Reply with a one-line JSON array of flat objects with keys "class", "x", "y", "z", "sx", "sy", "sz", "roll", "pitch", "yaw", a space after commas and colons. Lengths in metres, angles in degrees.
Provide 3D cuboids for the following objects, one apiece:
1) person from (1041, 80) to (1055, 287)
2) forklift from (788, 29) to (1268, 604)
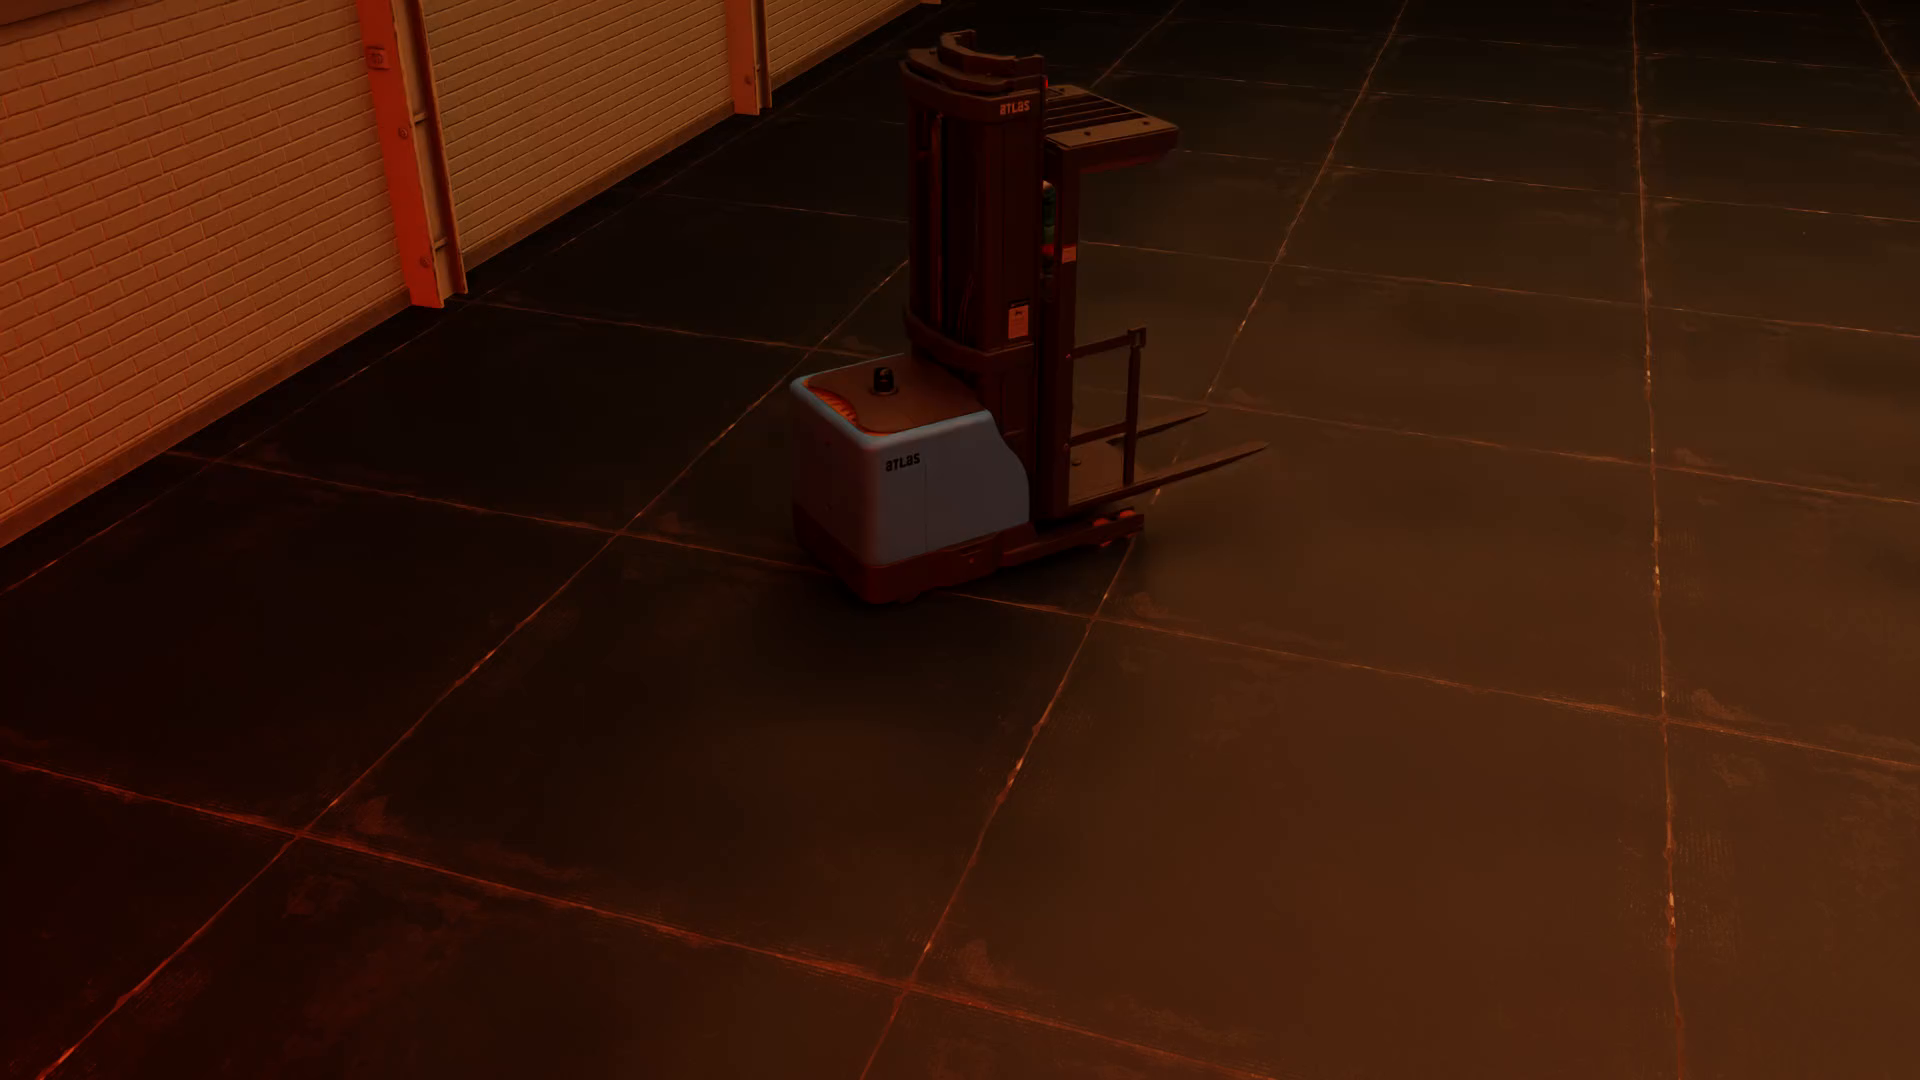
[{"class": "person", "x": 0.584, "y": -2.887, "z": 13.375, "sx": 0.632, "sy": 1.806, "sz": 0.489, "roll": -10, "pitch": 31, "yaw": -17}, {"class": "forklift", "x": 0.523, "y": -1.442, "z": 9.667, "sx": 3.031, "sy": 2.935, "sz": 1.130, "roll": -17, "pitch": 34, "yaw": -27}]
